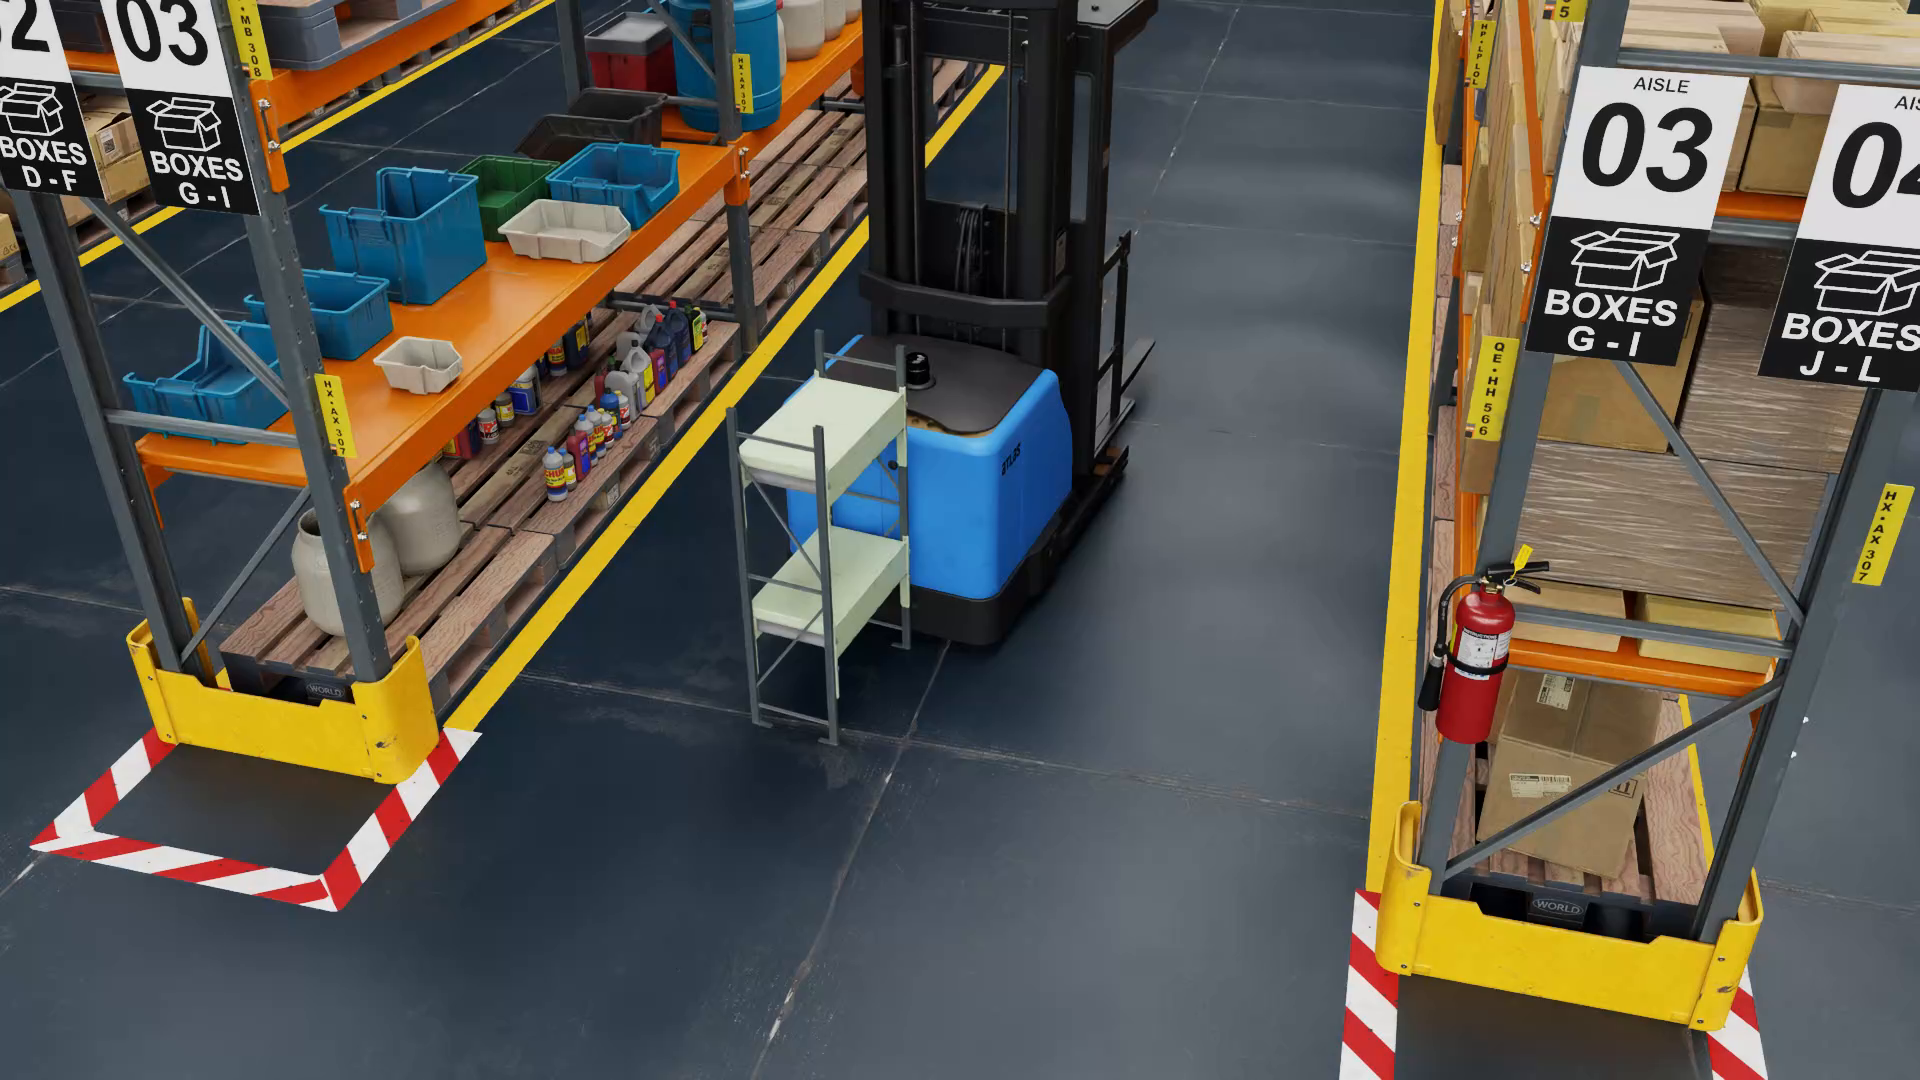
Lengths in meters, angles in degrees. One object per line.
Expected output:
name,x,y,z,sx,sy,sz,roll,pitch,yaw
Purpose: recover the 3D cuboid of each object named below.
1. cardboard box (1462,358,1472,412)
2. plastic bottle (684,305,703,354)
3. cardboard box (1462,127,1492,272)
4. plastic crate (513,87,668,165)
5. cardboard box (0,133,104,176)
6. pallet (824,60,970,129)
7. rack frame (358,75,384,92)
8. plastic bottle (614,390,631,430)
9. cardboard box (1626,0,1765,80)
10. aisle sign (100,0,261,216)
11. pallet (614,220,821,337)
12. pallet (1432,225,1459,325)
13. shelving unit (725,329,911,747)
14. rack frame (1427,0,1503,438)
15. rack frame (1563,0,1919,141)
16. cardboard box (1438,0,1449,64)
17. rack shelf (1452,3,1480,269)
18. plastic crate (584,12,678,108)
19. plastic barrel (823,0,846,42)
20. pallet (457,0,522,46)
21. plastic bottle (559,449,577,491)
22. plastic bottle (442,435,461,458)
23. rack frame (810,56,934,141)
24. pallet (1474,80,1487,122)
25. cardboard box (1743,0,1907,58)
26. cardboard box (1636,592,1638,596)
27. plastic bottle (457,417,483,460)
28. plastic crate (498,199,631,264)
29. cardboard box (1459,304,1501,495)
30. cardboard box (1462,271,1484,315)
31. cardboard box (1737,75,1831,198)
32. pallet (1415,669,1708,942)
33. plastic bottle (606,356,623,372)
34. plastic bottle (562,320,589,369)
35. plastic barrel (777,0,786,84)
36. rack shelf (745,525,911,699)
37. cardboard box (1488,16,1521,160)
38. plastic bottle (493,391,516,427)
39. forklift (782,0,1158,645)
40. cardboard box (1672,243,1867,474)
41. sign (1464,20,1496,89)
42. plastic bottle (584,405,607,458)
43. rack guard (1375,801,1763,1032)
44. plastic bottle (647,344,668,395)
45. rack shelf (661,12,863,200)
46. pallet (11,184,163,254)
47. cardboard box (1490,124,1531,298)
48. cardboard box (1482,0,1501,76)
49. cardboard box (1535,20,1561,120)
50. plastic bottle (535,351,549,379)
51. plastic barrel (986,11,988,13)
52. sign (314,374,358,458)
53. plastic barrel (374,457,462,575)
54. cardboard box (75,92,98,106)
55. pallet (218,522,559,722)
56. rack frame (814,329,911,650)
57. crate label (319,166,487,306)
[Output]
cardboard box,2.204,-0.585,6.609,0.380,0.149,0.250,8,33,12
plastic bottle,-1.526,-1.217,9.491,0.061,0.283,0.133,10,34,15
cardboard box,2.732,-1.486,7.422,0.875,0.500,0.500,8,33,12
plastic crate,-1.979,-2.192,8.960,0.767,0.338,0.504,8,33,12
cardboard box,-6.168,-2.583,11.166,0.500,0.311,0.500,8,33,13
pallet,-0.549,-3.786,14.009,1.003,0.211,1.213,8,33,12
rack frame,-5.499,-5.225,13.673,1.000,3.000,0.127,8,33,12
plastic bottle,-1.787,-0.688,8.735,0.097,0.201,0.097,0,32,0
cardboard box,2.000,-1.399,4.627,0.380,0.149,0.250,7,33,11
aisle sign,-2.473,-1.417,5.260,0.394,0.787,0.004,8,33,12
pallet,-1.562,-1.709,10.741,1.003,0.211,1.213,8,33,12
pallet,3.571,-1.661,10.666,1.003,0.211,1.213,8,33,12
shelving unit,-0.549,-0.003,6.856,0.431,1.500,0.755,13,35,19
rack frame,3.067,-1.798,8.283,1.000,3.000,0.127,8,33,12
rack frame,2.052,-2.254,3.408,1.000,3.000,0.127,8,33,12
cardboard box,4.729,-4.432,14.014,1.225,0.875,0.875,7,33,11
rack shelf,3.575,-2.533,10.108,1.077,0.370,4.000,8,33,12
plastic crate,-1.896,-2.793,9.787,0.402,0.464,0.583,8,33,12
plastic barrel,-0.972,-3.602,10.993,0.433,0.535,0.433,0,32,0
pallet,-4.961,-5.061,16.015,1.003,0.211,1.213,8,33,12
plastic bottle,-1.951,-0.354,8.209,0.097,0.201,0.097,0,32,0
plastic bottle,-2.606,-0.573,8.484,0.152,0.276,0.135,8,33,13
rack frame,-0.708,-4.548,12.609,1.000,3.000,0.127,8,33,12
pallet,3.620,-2.760,9.975,1.003,0.211,1.213,8,33,12
cardboard box,2.450,-1.474,4.745,0.380,0.149,0.250,7,33,12
cardboard box,2.437,0.141,5.467,0.380,0.149,0.250,8,33,12
plastic bottle,-2.503,-0.562,8.460,0.061,0.283,0.133,8,33,12
plastic crate,-1.890,-1.484,8.035,0.530,0.136,0.437,8,33,12
cardboard box,2.229,-0.448,5.788,0.875,0.500,0.500,8,33,12
cardboard box,2.452,-1.105,7.427,0.380,0.149,0.250,8,33,12
cardboard box,2.425,-1.140,4.591,0.500,0.250,0.500,9,34,14
pallet,2.312,0.998,6.483,1.003,0.211,1.213,8,33,12
plastic bottle,-1.844,-0.872,8.948,0.061,0.283,0.133,8,33,12
plastic bottle,-2.190,-1.158,9.335,0.144,0.351,0.185,8,33,12
plastic barrel,-1.268,-2.997,10.041,0.433,0.535,0.433,0,32,0
rack shelf,-0.549,0.272,7.031,0.431,0.370,0.720,13,35,19
cardboard box,2.582,-1.929,7.187,0.500,0.500,0.500,8,33,12
plastic bottle,-2.405,-0.706,8.763,0.097,0.201,0.097,0,32,0
forklift,0.243,-1.548,7.953,1.130,2.935,3.031,13,35,19
cardboard box,2.455,-0.561,5.033,0.500,0.500,0.500,8,33,12
sign,2.530,-2.361,8.088,0.100,0.325,0.005,8,33,12
plastic bottle,-1.865,-0.559,8.467,0.097,0.271,0.097,0,32,0
rack guard,2.072,1.293,5.750,1.175,0.500,0.348,8,33,12
plastic bottle,-1.658,-0.949,9.068,0.061,0.283,0.133,10,34,16
rack shelf,-1.216,-3.207,11.169,1.077,0.370,4.000,8,33,12
pallet,-6.364,-2.360,11.765,1.003,0.211,1.213,8,33,12
cardboard box,2.204,-1.151,5.962,0.500,0.500,0.500,8,33,12
cardboard box,3.418,-2.931,9.577,0.797,0.503,0.637,11,34,17
cardboard box,2.053,-1.469,5.109,0.500,0.250,0.500,8,33,13
plastic bottle,-2.378,-1.080,9.212,0.144,0.351,0.185,7,33,10
plastic barrel,-0.027,-5.268,15.306,0.600,0.901,0.708,8,33,12
sign,-2.207,-0.437,5.883,0.100,0.325,0.005,8,33,12
plastic barrel,-2.518,-0.136,7.596,0.421,0.512,0.421,0,32,0
cardboard box,-6.433,-3.181,12.107,0.500,0.311,0.500,8,33,12
pallet,-2.553,0.313,7.561,1.003,0.211,1.213,8,33,12
rack frame,-0.408,-0.184,7.141,0.400,1.500,0.023,13,35,19
crate label,-2.533,-1.404,7.629,0.502,0.435,0.616,8,33,12
